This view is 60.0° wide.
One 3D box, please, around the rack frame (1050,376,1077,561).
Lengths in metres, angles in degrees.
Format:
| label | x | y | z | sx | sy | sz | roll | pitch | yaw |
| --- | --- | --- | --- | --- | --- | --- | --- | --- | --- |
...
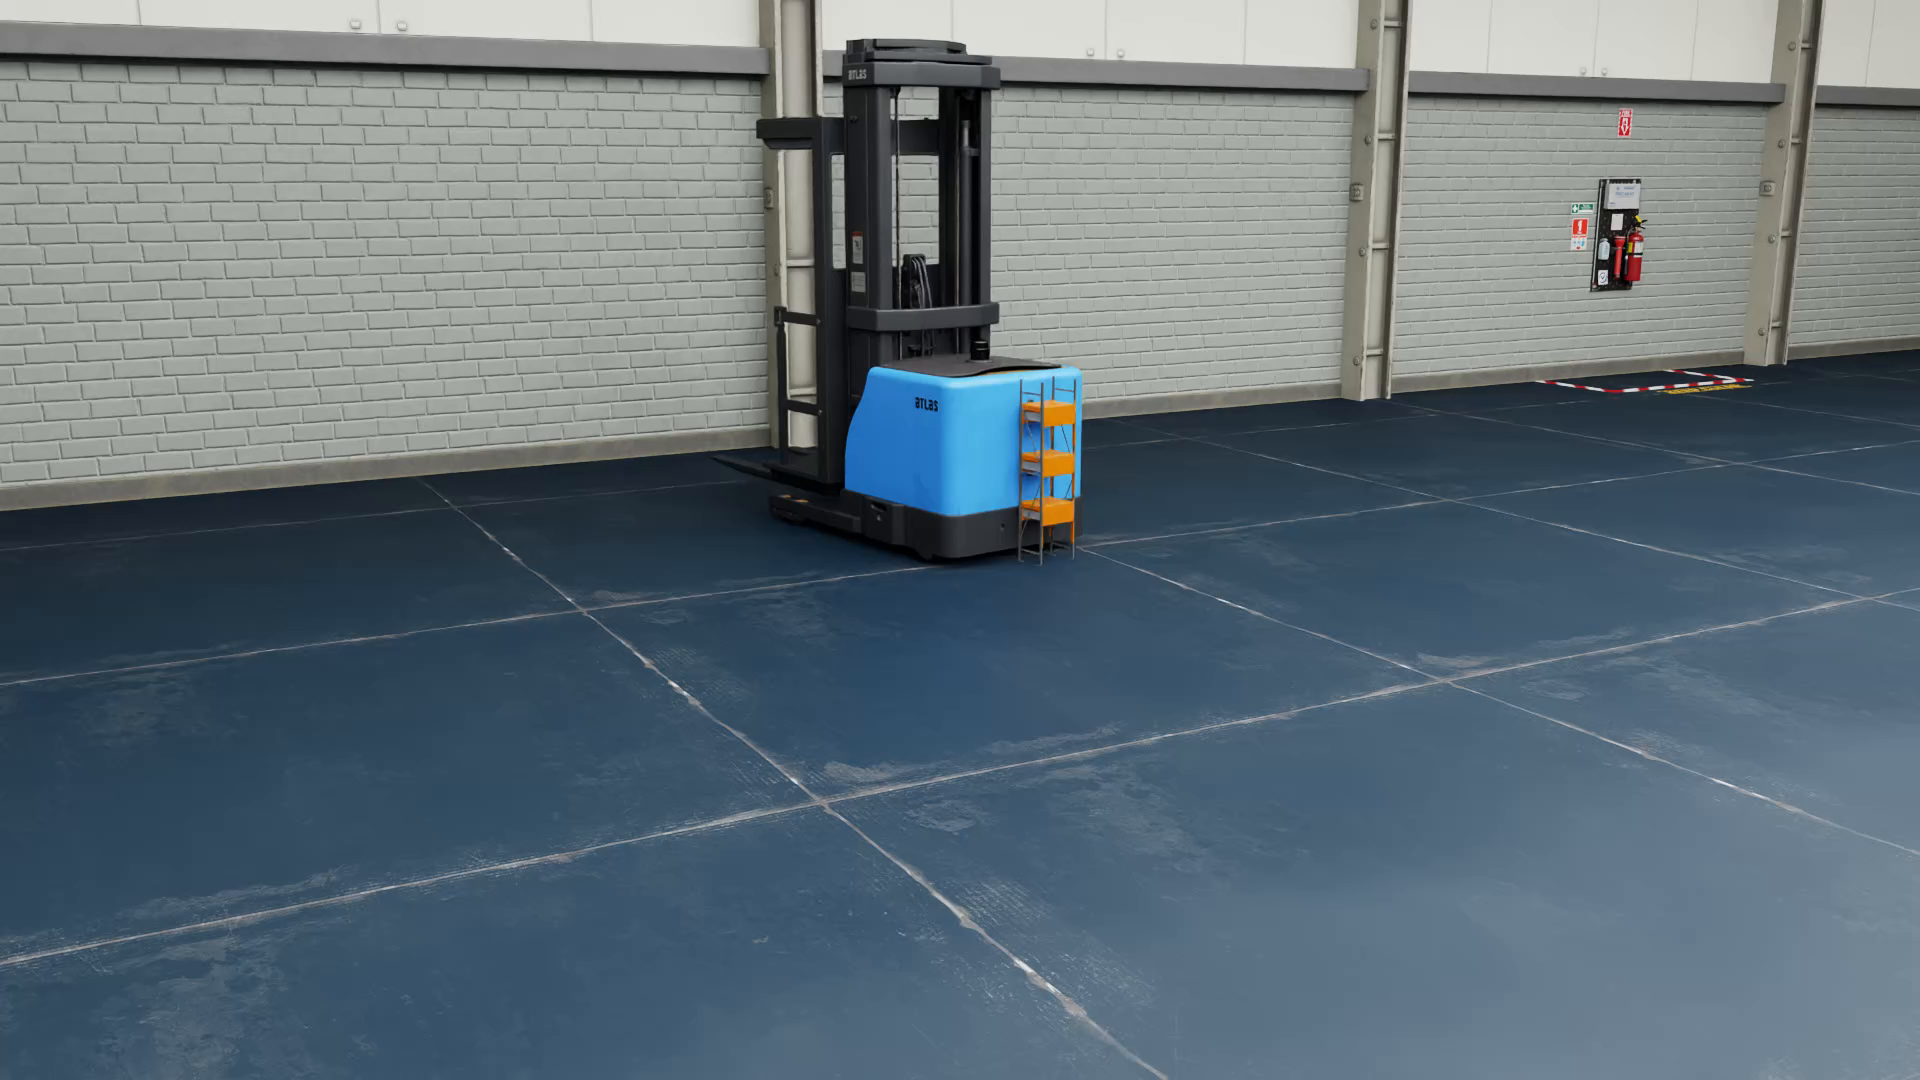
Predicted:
| label | x | y | z | sx | sy | sz | roll | pitch | yaw |
| --- | --- | --- | --- | --- | --- | --- | --- | --- | --- |
| rack frame | 0.590 | -0.408 | 9.532 | 0.008 | 1.050 | 0.200 | -10 | 16 | -38 |

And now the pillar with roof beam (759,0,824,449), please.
| label | x | y | z | sx | sy | sz | roll | pitch | yaw |
| --- | --- | --- | --- | --- | --- | --- | --- | --- | --- |
| pillar with roof beam | 0.762 | -4.321 | 8.816 | 0.400 | 9.000 | 9.100 | -7 | 14 | -28 |

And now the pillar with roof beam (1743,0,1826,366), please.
| label | x | y | z | sx | sy | sz | roll | pitch | yaw |
| --- | --- | --- | --- | --- | --- | --- | --- | --- | --- |
| pillar with roof beam | 11.295 | -5.584 | 14.425 | 0.400 | 9.000 | 9.100 | -7 | 14 | -28 |

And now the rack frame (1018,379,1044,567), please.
| label | x | y | z | sx | sy | sz | roll | pitch | yaw |
| --- | --- | --- | --- | --- | --- | --- | --- | --- | --- |
| rack frame | 0.400 | -0.375 | 9.383 | 0.008 | 1.050 | 0.200 | -10 | 16 | -38 |

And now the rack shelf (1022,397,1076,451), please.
| label | x | y | z | sx | sy | sz | roll | pitch | yaw |
| --- | --- | --- | --- | --- | --- | --- | --- | --- | --- |
| rack shelf | 0.495 | -0.658 | 9.397 | 0.240 | 0.259 | 0.215 | -10 | 16 | -38 |

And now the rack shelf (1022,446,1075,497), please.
| label | x | y | z | sx | sy | sz | roll | pitch | yaw |
| --- | --- | --- | --- | --- | --- | --- | --- | --- | --- |
| rack shelf | 0.495 | -0.381 | 9.460 | 0.240 | 0.259 | 0.215 | -10 | 16 | -38 |

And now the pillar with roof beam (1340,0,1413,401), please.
| label | x | y | z | sx | sy | sz | roll | pitch | yaw |
| --- | --- | --- | --- | --- | --- | --- | --- | --- | --- |
| pillar with roof beam | 6.028 | -4.953 | 11.620 | 0.400 | 9.000 | 9.100 | -7 | 14 | -28 |

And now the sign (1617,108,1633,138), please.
| label | x | y | z | sx | sy | sz | roll | pitch | yaw |
| --- | --- | --- | --- | --- | --- | --- | --- | --- | --- |
| sign | 6.990 | -4.383 | 17.475 | 0.199 | 0.298 | 0.001 | -7 | 14 | -28 |

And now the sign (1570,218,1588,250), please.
| label | x | y | z | sx | sy | sz | roll | pitch | yaw |
| --- | --- | --- | --- | --- | --- | --- | --- | --- | --- |
| sign | 6.510 | -3.213 | 17.474 | 0.234 | 0.329 | 0.001 | -7 | 14 | -28 |

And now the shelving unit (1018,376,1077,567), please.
| label | x | y | z | sx | sy | sz | roll | pitch | yaw |
| --- | --- | --- | --- | --- | --- | --- | --- | --- | --- |
| shelving unit | 0.495 | -0.391 | 9.457 | 0.252 | 1.050 | 0.215 | -10 | 16 | -38 |

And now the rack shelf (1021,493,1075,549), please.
| label | x | y | z | sx | sy | sz | roll | pitch | yaw |
| --- | --- | --- | --- | --- | --- | --- | --- | --- | --- |
| rack shelf | 0.495 | -0.110 | 9.521 | 0.240 | 0.259 | 0.215 | -10 | 16 | -38 |

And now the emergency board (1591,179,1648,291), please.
| label | x | y | z | sx | sy | sz | roll | pitch | yaw |
| --- | --- | --- | --- | --- | --- | --- | --- | --- | --- |
| emergency board | 7.044 | -3.234 | 17.648 | 0.643 | 1.169 | 0.194 | -7 | 14 | -28 |

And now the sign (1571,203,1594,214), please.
| label | x | y | z | sx | sy | sz | roll | pitch | yaw |
| --- | --- | --- | --- | --- | --- | --- | --- | --- | --- |
| sign | 6.518 | -3.471 | 17.410 | 0.331 | 0.109 | 0.001 | -7 | 14 | -28 |

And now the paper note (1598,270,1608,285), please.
| label | x | y | z | sx | sy | sz | roll | pitch | yaw |
| --- | --- | --- | --- | --- | --- | --- | --- | --- | --- |
| paper note | 6.856 | -2.799 | 17.721 | 0.142 | 0.148 | 0.016 | -7 | 14 | -28 |

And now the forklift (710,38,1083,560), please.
| label | x | y | z | sx | sy | sz | roll | pitch | yaw |
| --- | --- | --- | --- | --- | --- | --- | --- | --- | --- |
| forklift | -0.569 | -1.582 | 10.465 | 1.130 | 2.935 | 3.031 | -10 | 16 | -37 |
